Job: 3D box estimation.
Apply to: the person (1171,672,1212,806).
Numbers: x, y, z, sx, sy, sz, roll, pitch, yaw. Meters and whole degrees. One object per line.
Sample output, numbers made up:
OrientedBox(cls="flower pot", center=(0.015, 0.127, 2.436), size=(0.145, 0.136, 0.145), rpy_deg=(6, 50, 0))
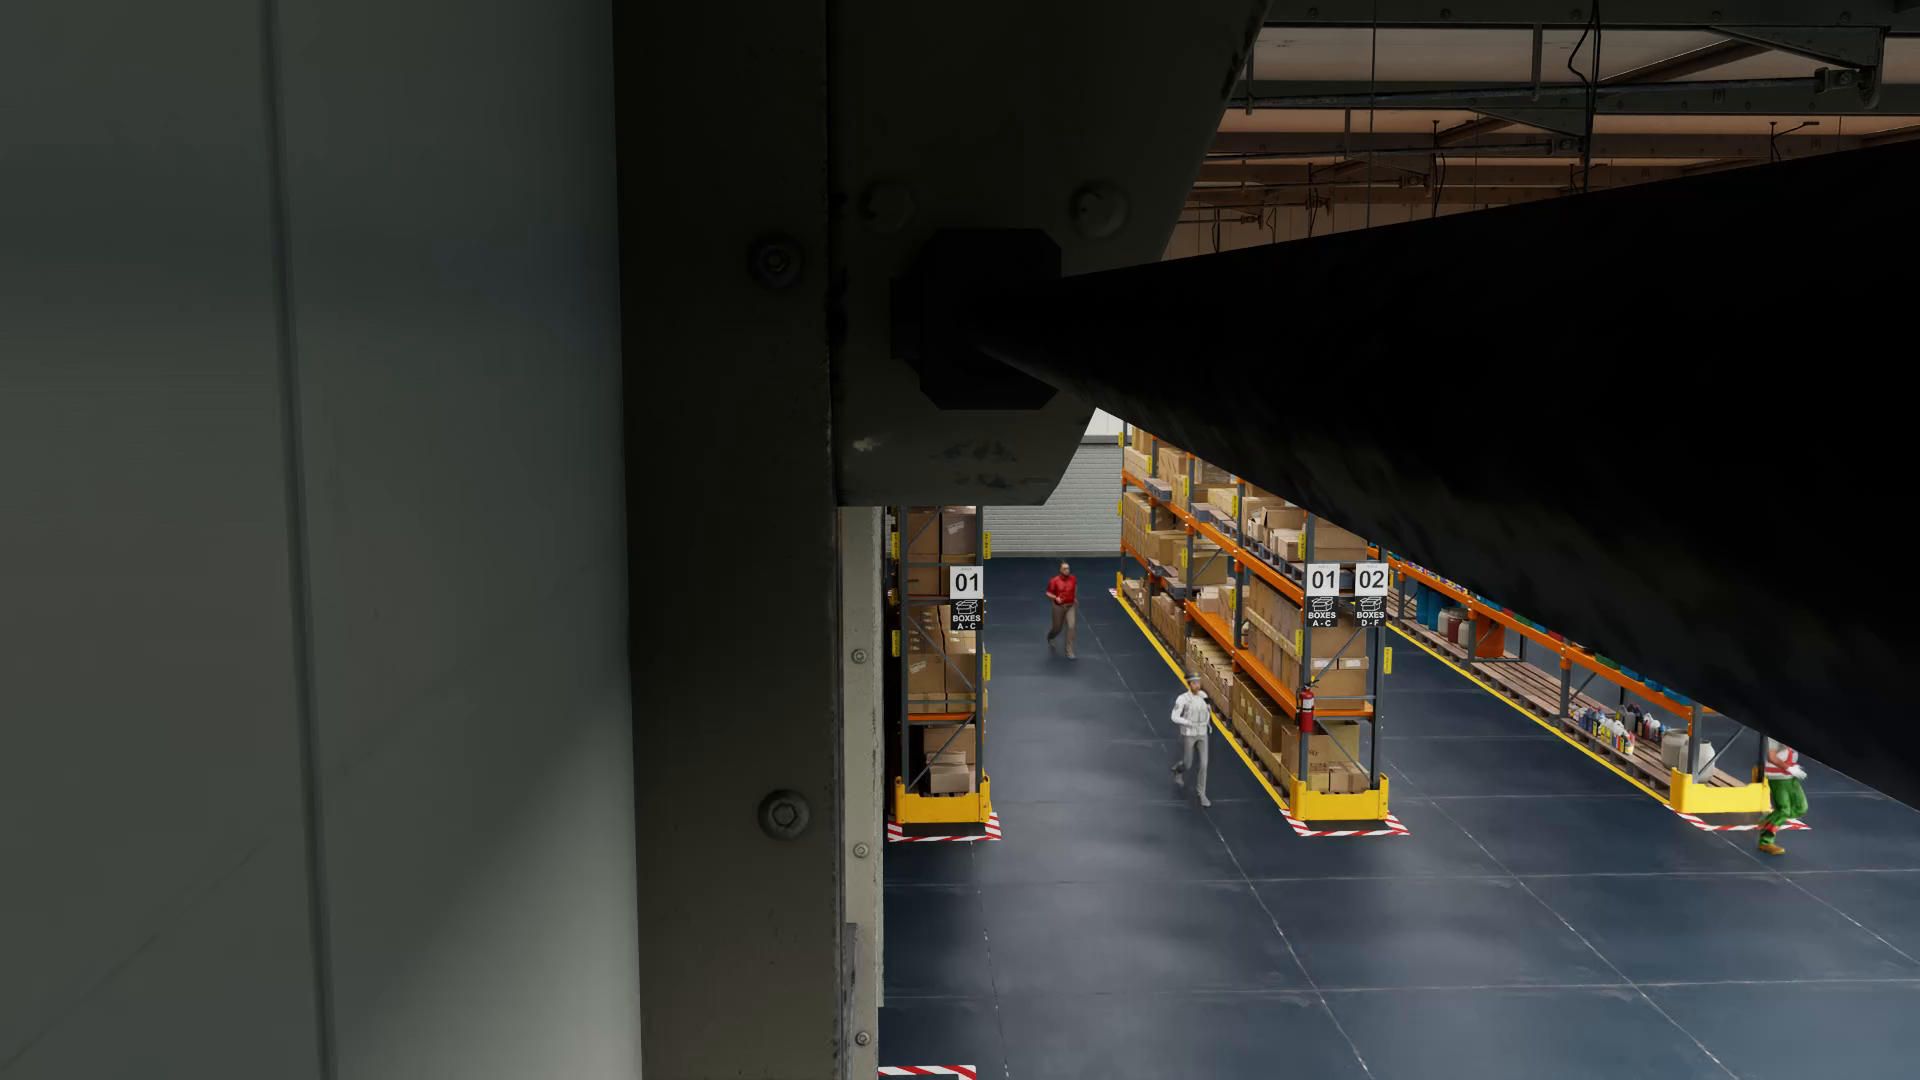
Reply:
OrientedBox(cls="person", center=(3.003, 2.497, 21.314), size=(0.618, 1.667, 0.893), rpy_deg=(-2, 8, -16))

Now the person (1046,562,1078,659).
OrientedBox(cls="person", center=(1.859, 1.245, 30.209), size=(0.647, 1.719, 0.943), rpy_deg=(-2, 8, -17))

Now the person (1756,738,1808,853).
OrientedBox(cls="person", center=(9.613, 2.756, 19.372), size=(0.548, 1.736, 0.676), rpy_deg=(7, 10, 39))
